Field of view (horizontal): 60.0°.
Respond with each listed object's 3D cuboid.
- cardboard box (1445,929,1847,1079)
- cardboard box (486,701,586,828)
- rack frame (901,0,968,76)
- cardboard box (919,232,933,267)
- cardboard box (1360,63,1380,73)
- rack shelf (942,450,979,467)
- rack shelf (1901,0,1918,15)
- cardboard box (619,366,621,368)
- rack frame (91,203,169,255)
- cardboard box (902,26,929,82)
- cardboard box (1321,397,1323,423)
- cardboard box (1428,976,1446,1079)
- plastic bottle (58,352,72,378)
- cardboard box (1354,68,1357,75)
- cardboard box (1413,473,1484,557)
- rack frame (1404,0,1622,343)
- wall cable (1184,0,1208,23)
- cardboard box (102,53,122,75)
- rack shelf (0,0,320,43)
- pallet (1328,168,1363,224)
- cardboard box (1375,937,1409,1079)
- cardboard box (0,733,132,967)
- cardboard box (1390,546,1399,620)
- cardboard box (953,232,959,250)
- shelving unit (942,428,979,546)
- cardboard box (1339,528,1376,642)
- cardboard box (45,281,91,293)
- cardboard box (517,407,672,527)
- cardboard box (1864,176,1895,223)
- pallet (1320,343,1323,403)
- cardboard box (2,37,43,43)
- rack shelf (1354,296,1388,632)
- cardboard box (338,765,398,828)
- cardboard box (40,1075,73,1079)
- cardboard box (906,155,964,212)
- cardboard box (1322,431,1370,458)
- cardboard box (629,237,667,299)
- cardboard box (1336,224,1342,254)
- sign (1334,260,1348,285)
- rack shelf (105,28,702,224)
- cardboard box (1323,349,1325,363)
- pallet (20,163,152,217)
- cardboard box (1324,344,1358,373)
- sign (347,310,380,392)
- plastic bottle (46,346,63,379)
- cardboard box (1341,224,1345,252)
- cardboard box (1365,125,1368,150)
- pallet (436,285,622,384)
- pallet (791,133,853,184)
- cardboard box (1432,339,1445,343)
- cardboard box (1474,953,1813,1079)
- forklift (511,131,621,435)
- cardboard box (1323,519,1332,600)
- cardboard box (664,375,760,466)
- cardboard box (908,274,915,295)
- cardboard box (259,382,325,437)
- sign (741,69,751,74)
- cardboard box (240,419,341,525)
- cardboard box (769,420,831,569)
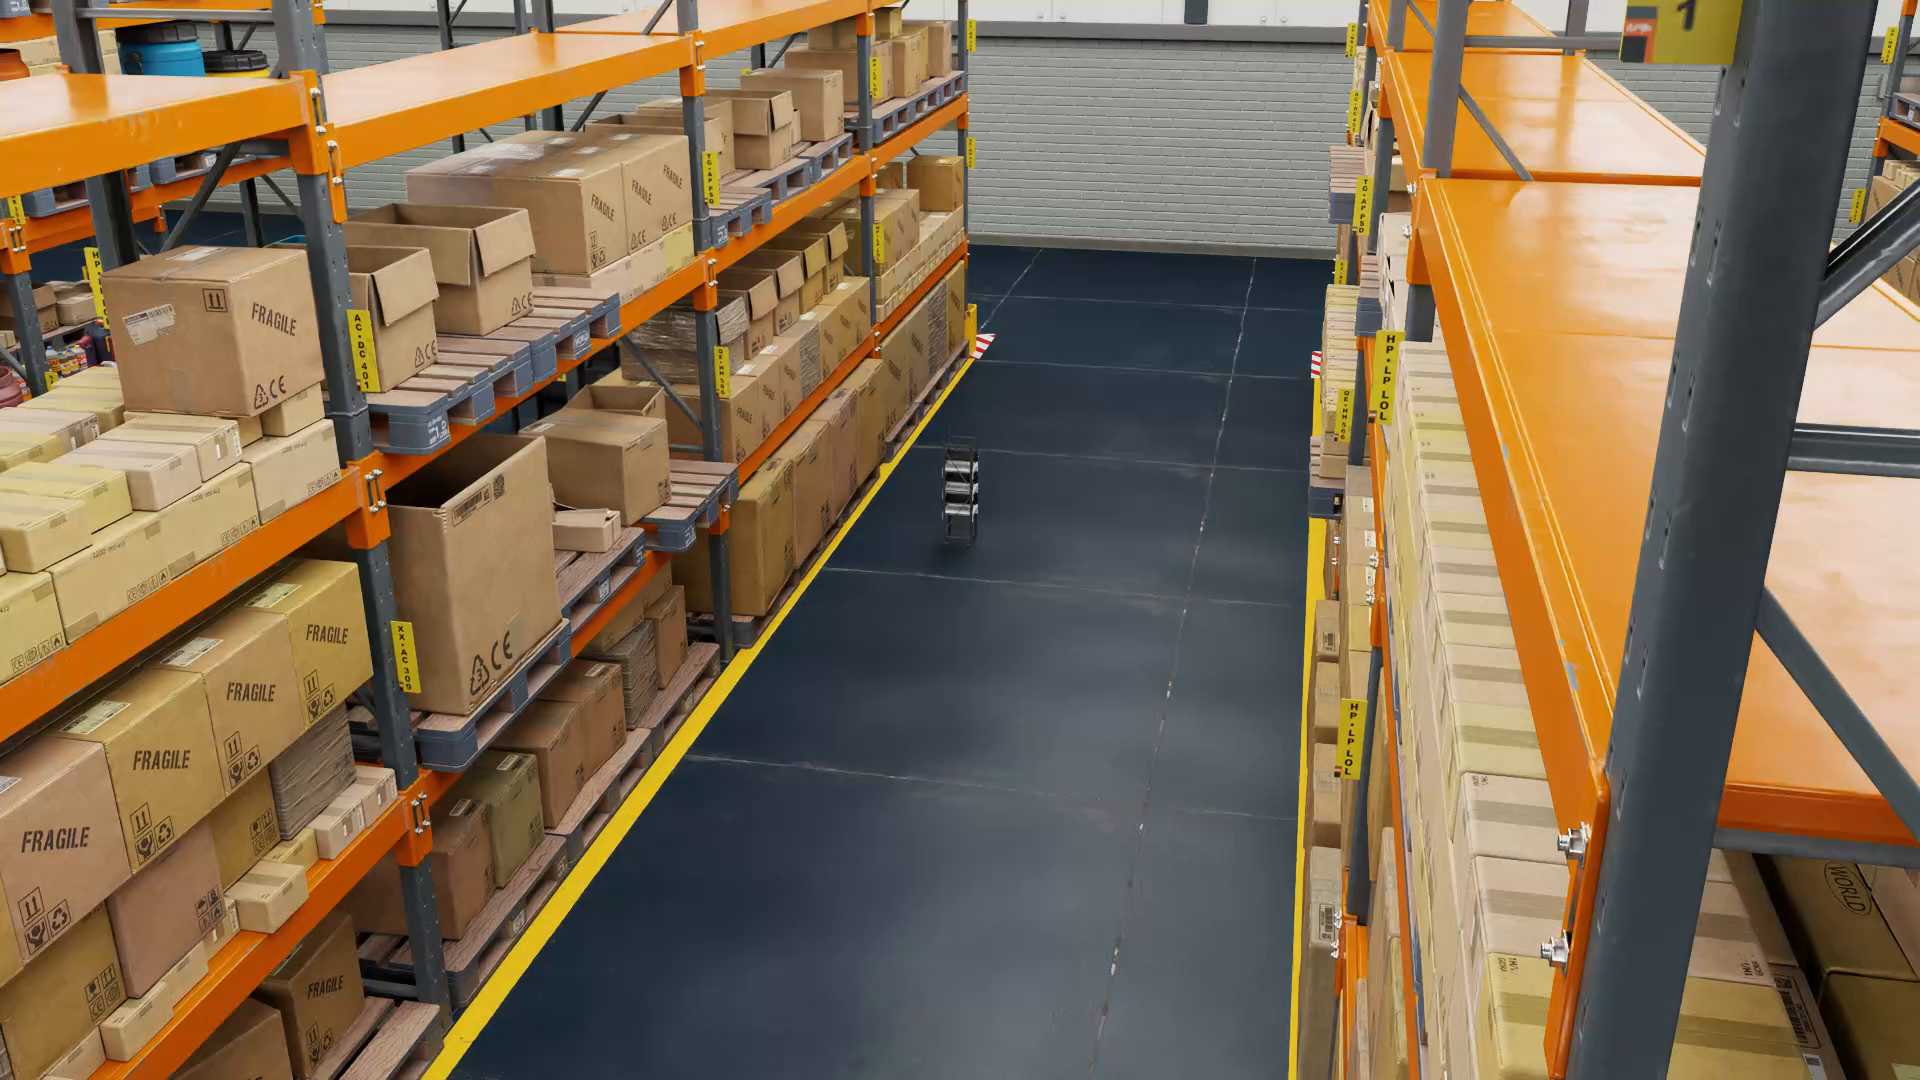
[{"bbox_3d":[0.981,0.833,2.393,0.500,0.250,0.500,5,22,12],"label":"cardboard box"},{"bbox_3d":[-2.489,1.211,9.119,0.700,0.500,0.500,3,22,6],"label":"cardboard box"},{"bbox_3d":[-0.416,-6.316,17.020,1.000,3.000,0.127,4,22,11],"label":"rack frame"},{"bbox_3d":[-0.565,-2.841,16.226,0.500,0.250,0.500,4,22,11],"label":"cardboard box"},{"bbox_3d":[3.638,-4.004,14.292,0.380,0.149,0.250,4,22,11],"label":"cardboard box"},{"bbox_3d":[0.002,-0.640,13.135,0.258,0.077,0.200,4,22,11],"label":"rack shelf"},{"bbox_3d":[8.877,-4.309,13.537,1.077,0.370,4.000,4,22,11],"label":"rack shelf"},{"bbox_3d":[-2.083,-1.035,11.804,0.500,0.500,0.500,4,22,10],"label":"cardboard box"},{"bbox_3d":[-10.113,-4.289,20.019,1.000,3.000,0.127,4,22,11],"label":"rack frame"},{"bbox_3d":[-0.702,-4.821,16.494,0.700,0.500,0.500,4,22,9],"label":"cardboard box"},{"bbox_3d":[2.650,-0.860,11.278,0.380,0.149,0.250,3,22,9],"label":"cardboard box"},{"bbox_3d":[0.994,0.884,2.798,0.380,0.149,0.250,5,22,12],"label":"cardboard box"},{"bbox_3d":[-7.044,-1.376,13.051,0.097,0.201,0.097,0,22,0],"label":"plastic bottle"},{"bbox_3d":[3.855,-4.156,15.204,0.500,0.250,0.500,5,22,12],"label":"cardboard box"},{"bbox_3d":[1.305,-0.042,4.031,0.380,0.149,0.250,4,22,11],"label":"cardboard box"},{"bbox_3d":[1.970,-1.512,5.092,1.000,3.000,0.127,4,22,11],"label":"rack frame"},{"bbox_3d":[4.112,-9.613,20.901,2.277,5.999,0.120,4,22,11],"label":"wall cable"},{"bbox_3d":[-9.960,-5.403,18.970,0.500,0.250,0.500,4,22,11],"label":"cardboard box"},{"bbox_3d":[-6.489,-3.980,12.718,1.077,0.370,4.000,4,22,11],"label":"rack shelf"},{"bbox_3d":[3.164,-2.362,11.469,1.213,0.211,1.003,4,22,11],"label":"pallet"},{"bbox_3d":[1.518,1.424,4.186,0.875,0.550,0.500,4,22,11],"label":"cardboard box"},{"bbox_3d":[-2.996,0.942,5.160,0.500,0.500,0.500,4,22,11],"label":"cardboard box"},{"bbox_3d":[1.409,0.140,4.647,0.380,0.149,0.250,4,22,10],"label":"cardboard box"},{"bbox_3d":[-0.218,-3.166,17.565,0.380,0.149,0.250,5,22,11],"label":"cardboard box"},{"bbox_3d":[0.002,-0.420,13.223,0.258,0.900,0.210,4,22,11],"label":"shelving unit"},{"bbox_3d":[2.226,0.276,8.550,0.500,0.500,0.500,4,22,11],"label":"cardboard box"},{"bbox_3d":[-10.604,-2.858,19.556,0.500,0.250,0.500,4,22,11],"label":"cardboard box"},{"bbox_3d":[-2.135,-0.436,9.755,0.700,0.500,0.500,8,23,19],"label":"cardboard box"},{"bbox_3d":[8.909,-3.134,15.677,0.500,0.500,0.500,4,22,10],"label":"cardboard box"},{"bbox_3d":[3.304,-1.297,12.847,1.003,0.211,1.213,4,22,11],"label":"pallet"},{"bbox_3d":[-10.384,-5.634,17.871,0.700,0.500,0.500,4,22,11],"label":"cardboard box"},{"bbox_3d":[2.379,-0.518,7.603,1.077,0.370,4.000,4,22,11],"label":"rack shelf"},{"bbox_3d":[-2.621,1.074,7.040,0.380,0.149,0.250,4,22,11],"label":"cardboard box"},{"bbox_3d":[-2.988,1.808,5.216,0.380,0.149,0.250,4,22,11],"label":"cardboard box"},{"bbox_3d":[-0.258,-3.751,17.481,0.500,0.500,0.500,5,22,12],"label":"cardboard box"},{"bbox_3d":[2.442,-0.624,10.293,0.380,0.149,0.250,5,22,12],"label":"cardboard box"},{"bbox_3d":[-1.993,-1.554,9.412,0.500,0.250,0.500,4,22,11],"label":"cardboard box"},{"bbox_3d":[4.057,-3.159,16.680,0.500,0.500,0.500,6,23,13],"label":"cardboard box"},{"bbox_3d":[3.070,-2.095,13.412,0.100,0.325,0.005,4,22,11],"label":"sign"},{"bbox_3d":[-2.456,-2.139,8.148,1.077,0.370,4.000,4,22,11],"label":"rack shelf"},{"bbox_3d":[2.864,-1.379,12.168,0.380,0.149,0.250,5,23,13],"label":"cardboard box"},{"bbox_3d":[-6.645,-2.561,11.964,1.003,0.211,1.213,4,22,11],"label":"pallet"},{"bbox_3d":[2.704,-1.233,11.408,0.380,0.149,0.250,6,23,14],"label":"cardboard box"},{"bbox_3d":[-2.332,-0.737,6.491,0.100,0.325,0.005,4,22,11],"label":"sign"},{"bbox_3d":[-7.064,-1.373,12.950,0.097,0.271,0.097,0,22,0],"label":"plastic bottle"},{"bbox_3d":[3.534,-2.685,14.165,0.500,0.500,0.500,4,22,9],"label":"cardboard box"},{"bbox_3d":[3.218,-2.894,12.096,0.500,0.311,0.500,4,22,10],"label":"cardboard box"},{"bbox_3d":[-2.426,-1.046,8.201,1.213,0.211,1.003,4,22,11],"label":"pallet"},{"bbox_3d":[-1.371,-3.033,13.142,0.805,0.209,1.217,4,22,9],"label":"pallet"},{"bbox_3d":[1.958,-0.563,6.255,0.500,0.250,0.500,5,22,11],"label":"cardboard box"},{"bbox_3d":[0.891,0.699,2.191,0.380,0.149,0.250,5,22,11],"label":"cardboard box"},{"bbox_3d":[-3.289,-1.885,14.140,1.130,2.935,3.031,6,23,14],"label":"forklift"},{"bbox_3d":[2.867,0.128,11.835,0.500,0.500,0.500,3,22,9],"label":"cardboard box"},{"bbox_3d":[-1.683,-0.810,11.247,0.500,0.500,0.500,5,22,12],"label":"cardboard box"},{"bbox_3d":[-0.635,-2.418,15.710,0.380,0.149,0.250,4,22,10],"label":"cardboard box"},{"bbox_3d":[-2.648,-0.510,6.287,0.380,0.149,0.250,5,23,13],"label":"cardboard box"},{"bbox_3d":[-1.776,-3.780,13.940,0.100,0.325,0.005,4,22,11],"label":"sign"},{"bbox_3d":[-2.702,-0.279,6.248,0.500,0.250,0.500,5,23,13],"label":"cardboard box"},{"bbox_3d":[-1.698,-0.392,12.625,1.225,0.875,0.875,5,22,11],"label":"cardboard box"}]
